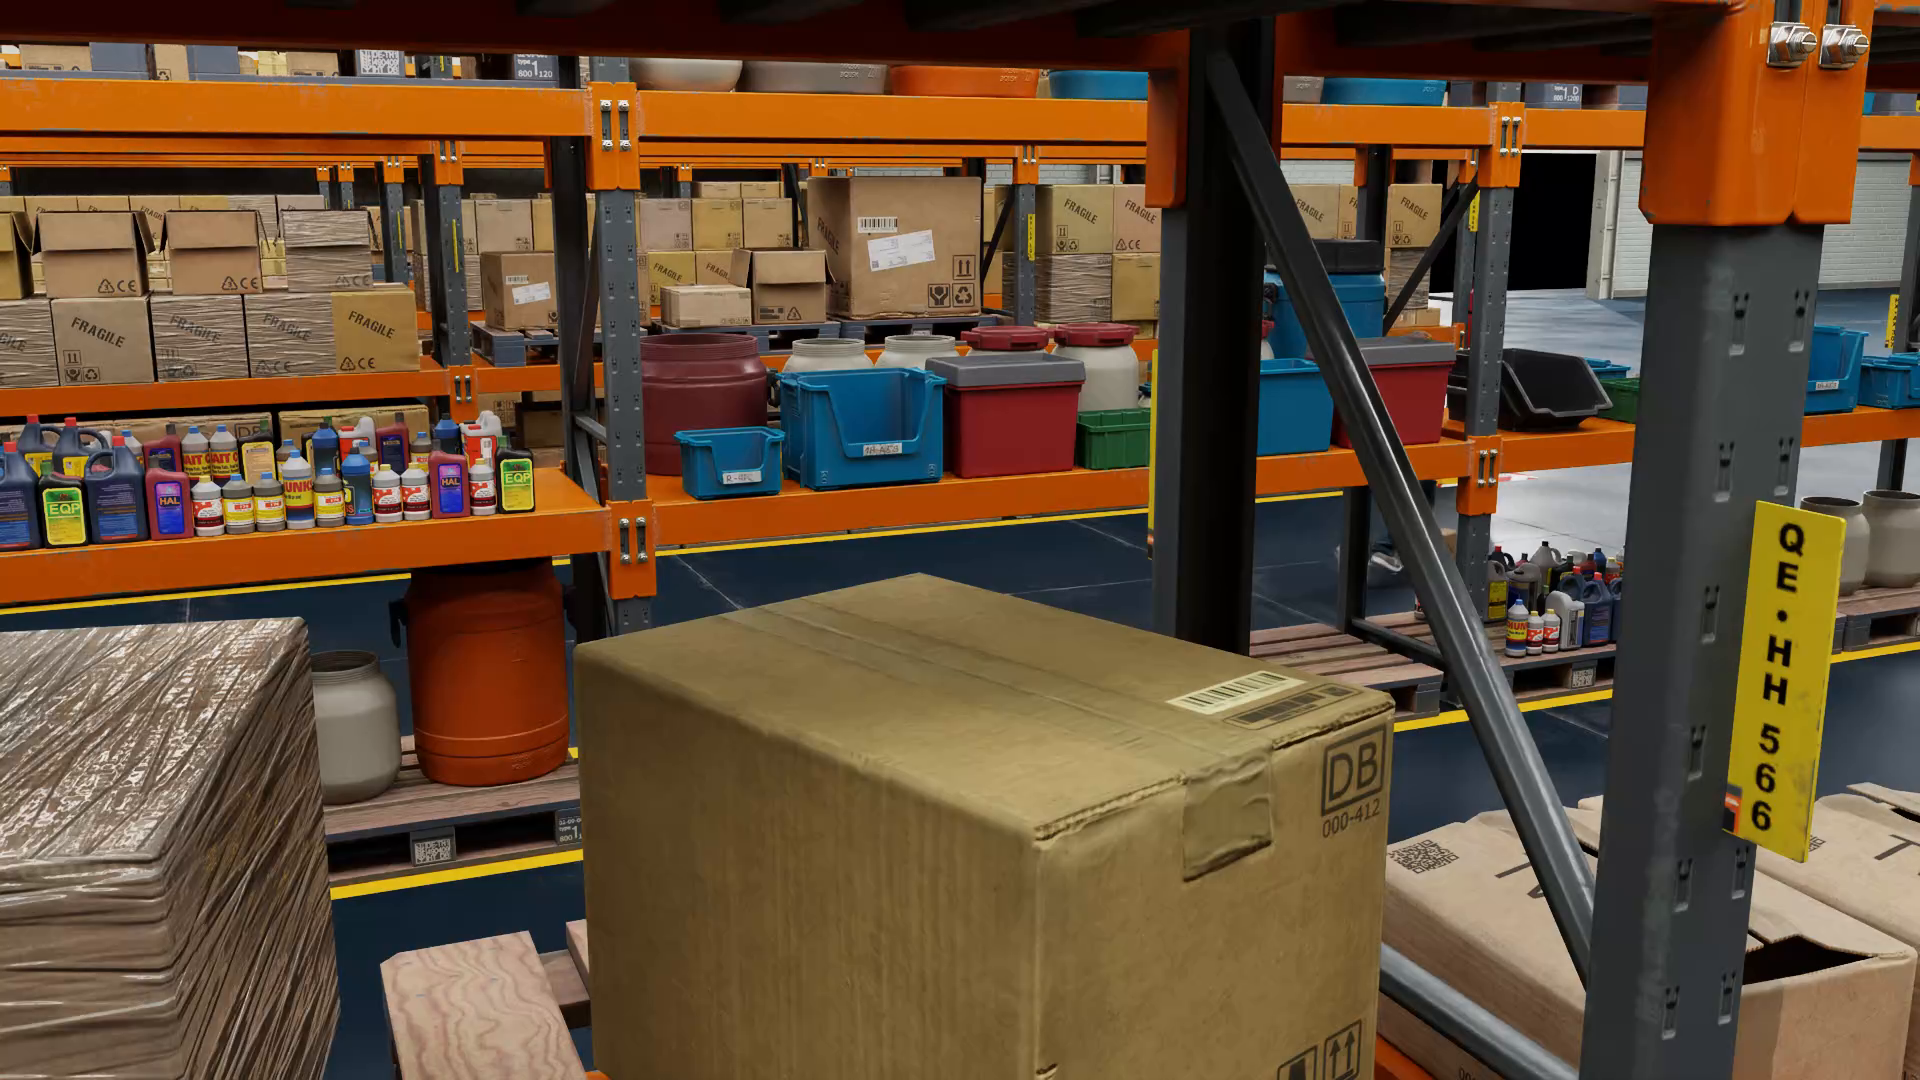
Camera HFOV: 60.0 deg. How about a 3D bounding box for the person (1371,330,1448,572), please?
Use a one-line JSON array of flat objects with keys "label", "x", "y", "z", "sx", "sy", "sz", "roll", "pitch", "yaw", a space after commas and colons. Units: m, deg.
[{"label": "person", "x": 2.908, "y": -0.558, "z": 10.535, "sx": 0.926, "sy": 1.545, "sz": 0.429, "roll": -9, "pitch": 15, "yaw": -34}]
